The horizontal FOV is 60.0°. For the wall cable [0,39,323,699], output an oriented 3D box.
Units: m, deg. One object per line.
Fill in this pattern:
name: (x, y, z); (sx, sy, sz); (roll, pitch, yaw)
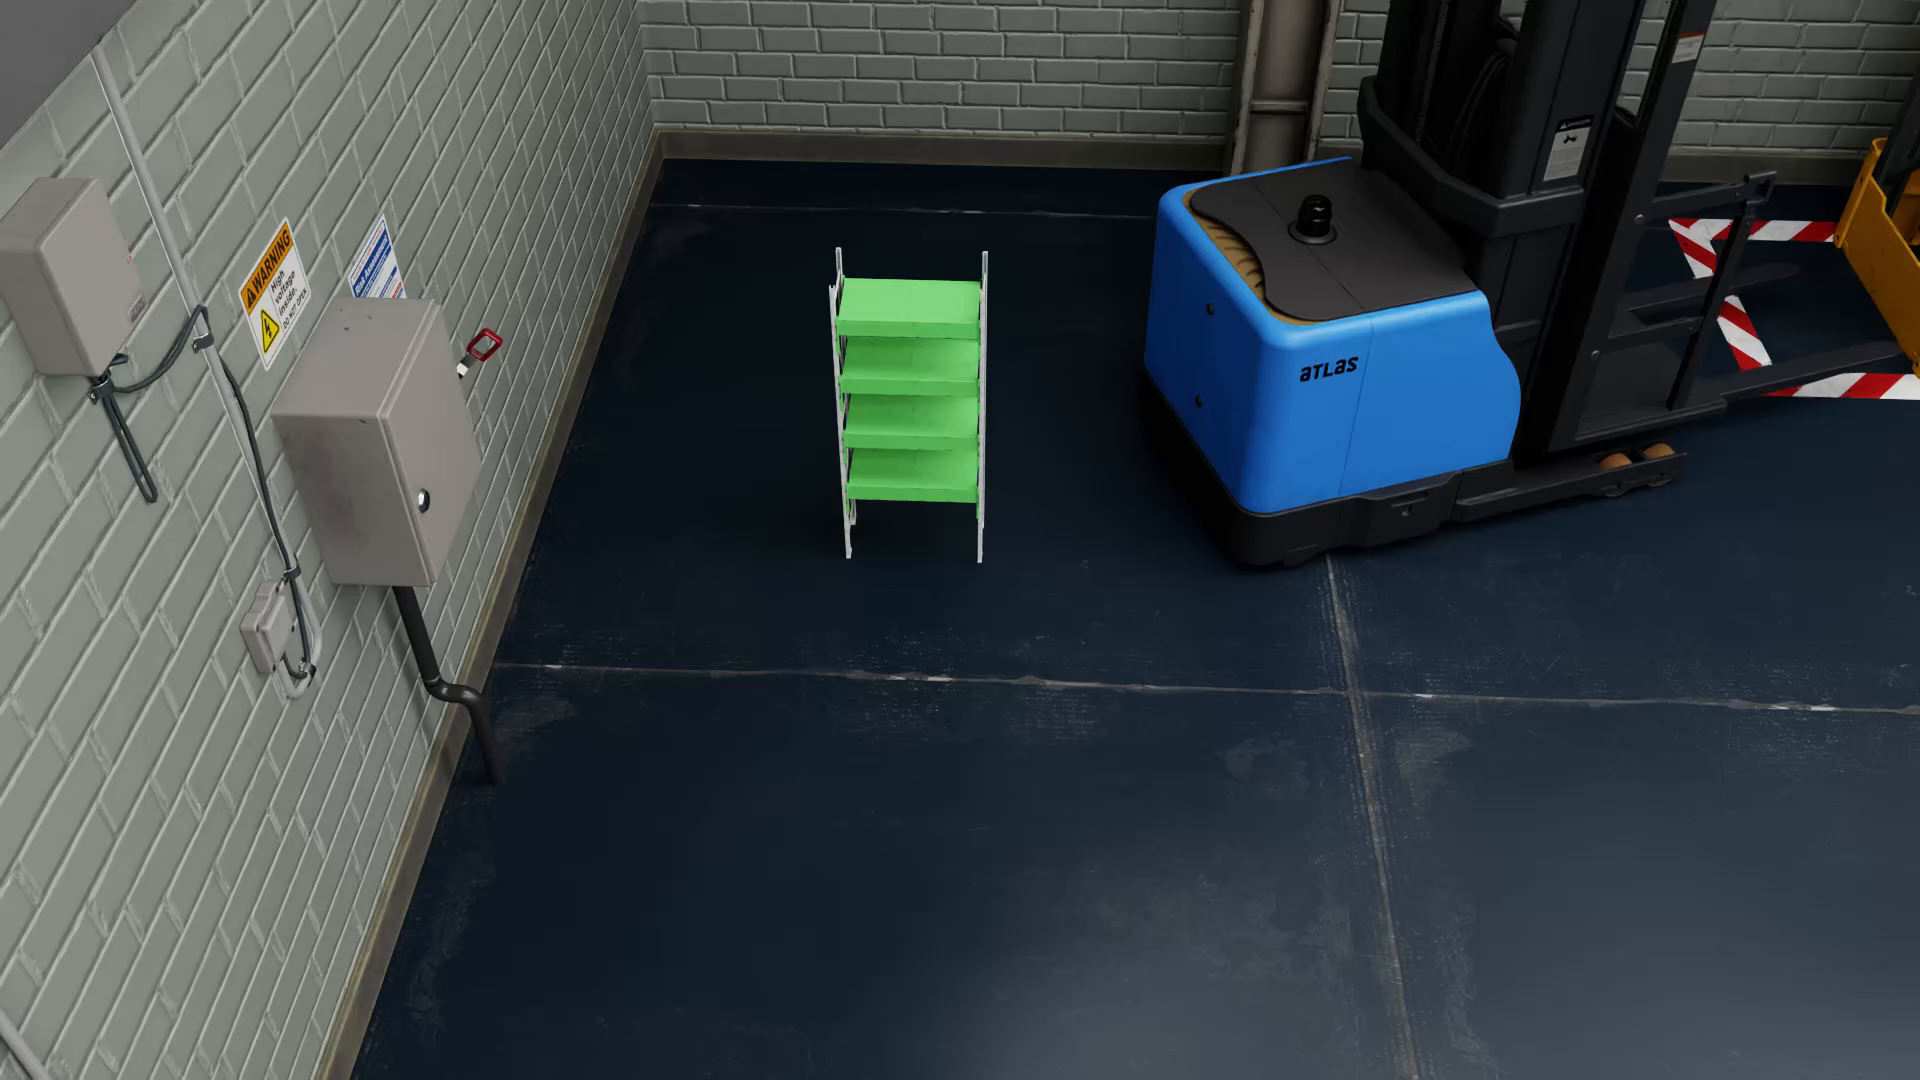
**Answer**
wall cable: (-1.663, -0.249, 3.571); (0.122, 1.984, 0.588); (2, 43, 2)

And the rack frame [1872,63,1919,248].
rack frame: (4.139, -2.134, 6.340); (0.127, 3.000, 1.000); (2, 43, 2)

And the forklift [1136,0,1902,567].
forklift: (2.283, -1.571, 5.786); (3.031, 2.935, 1.130); (-13, 44, -13)

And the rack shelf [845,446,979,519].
rack shelf: (-0.165, -0.222, 6.054); (0.480, 0.148, 0.258); (2, 43, 2)

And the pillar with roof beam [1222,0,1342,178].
pillar with roof beam: (1.292, -2.094, 1.896); (0.400, 9.000, 9.100); (2, 43, 2)

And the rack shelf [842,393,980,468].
rack shelf: (-0.165, -0.397, 5.890); (0.480, 0.148, 0.258); (2, 43, 2)

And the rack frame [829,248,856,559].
rack frame: (-0.409, -0.452, 5.855); (0.015, 1.200, 0.240); (2, 43, 2)

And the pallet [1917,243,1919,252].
pallet: (5.011, -1.087, 7.263); (1.213, 0.211, 1.003); (2, 43, 2)

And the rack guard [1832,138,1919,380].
rack guard: (4.215, -1.217, 7.190); (0.348, 0.500, 1.175); (2, 43, 2)

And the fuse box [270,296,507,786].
fuse box: (-1.475, 0.134, 4.850); (0.414, 1.711, 0.539); (2, 43, 2)

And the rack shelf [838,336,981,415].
rack shelf: (-0.165, -0.573, 5.726); (0.480, 0.148, 0.258); (2, 43, 2)

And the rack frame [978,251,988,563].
rack frame: (0.078, -0.437, 5.838); (0.015, 1.200, 0.240); (2, 43, 2)

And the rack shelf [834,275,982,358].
rack shelf: (-0.165, -0.749, 5.563); (0.480, 0.148, 0.258); (2, 43, 2)

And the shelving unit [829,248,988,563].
shelving unit: (-0.165, -0.444, 5.846); (0.503, 1.200, 0.258); (2, 43, 2)

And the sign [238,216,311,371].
sign: (-1.684, -0.608, 4.096); (0.001, 0.242, 0.339); (2, 43, 2)

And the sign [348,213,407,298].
sign: (-1.659, -0.645, 4.811); (0.001, 0.494, 0.329); (2, 43, 2)
